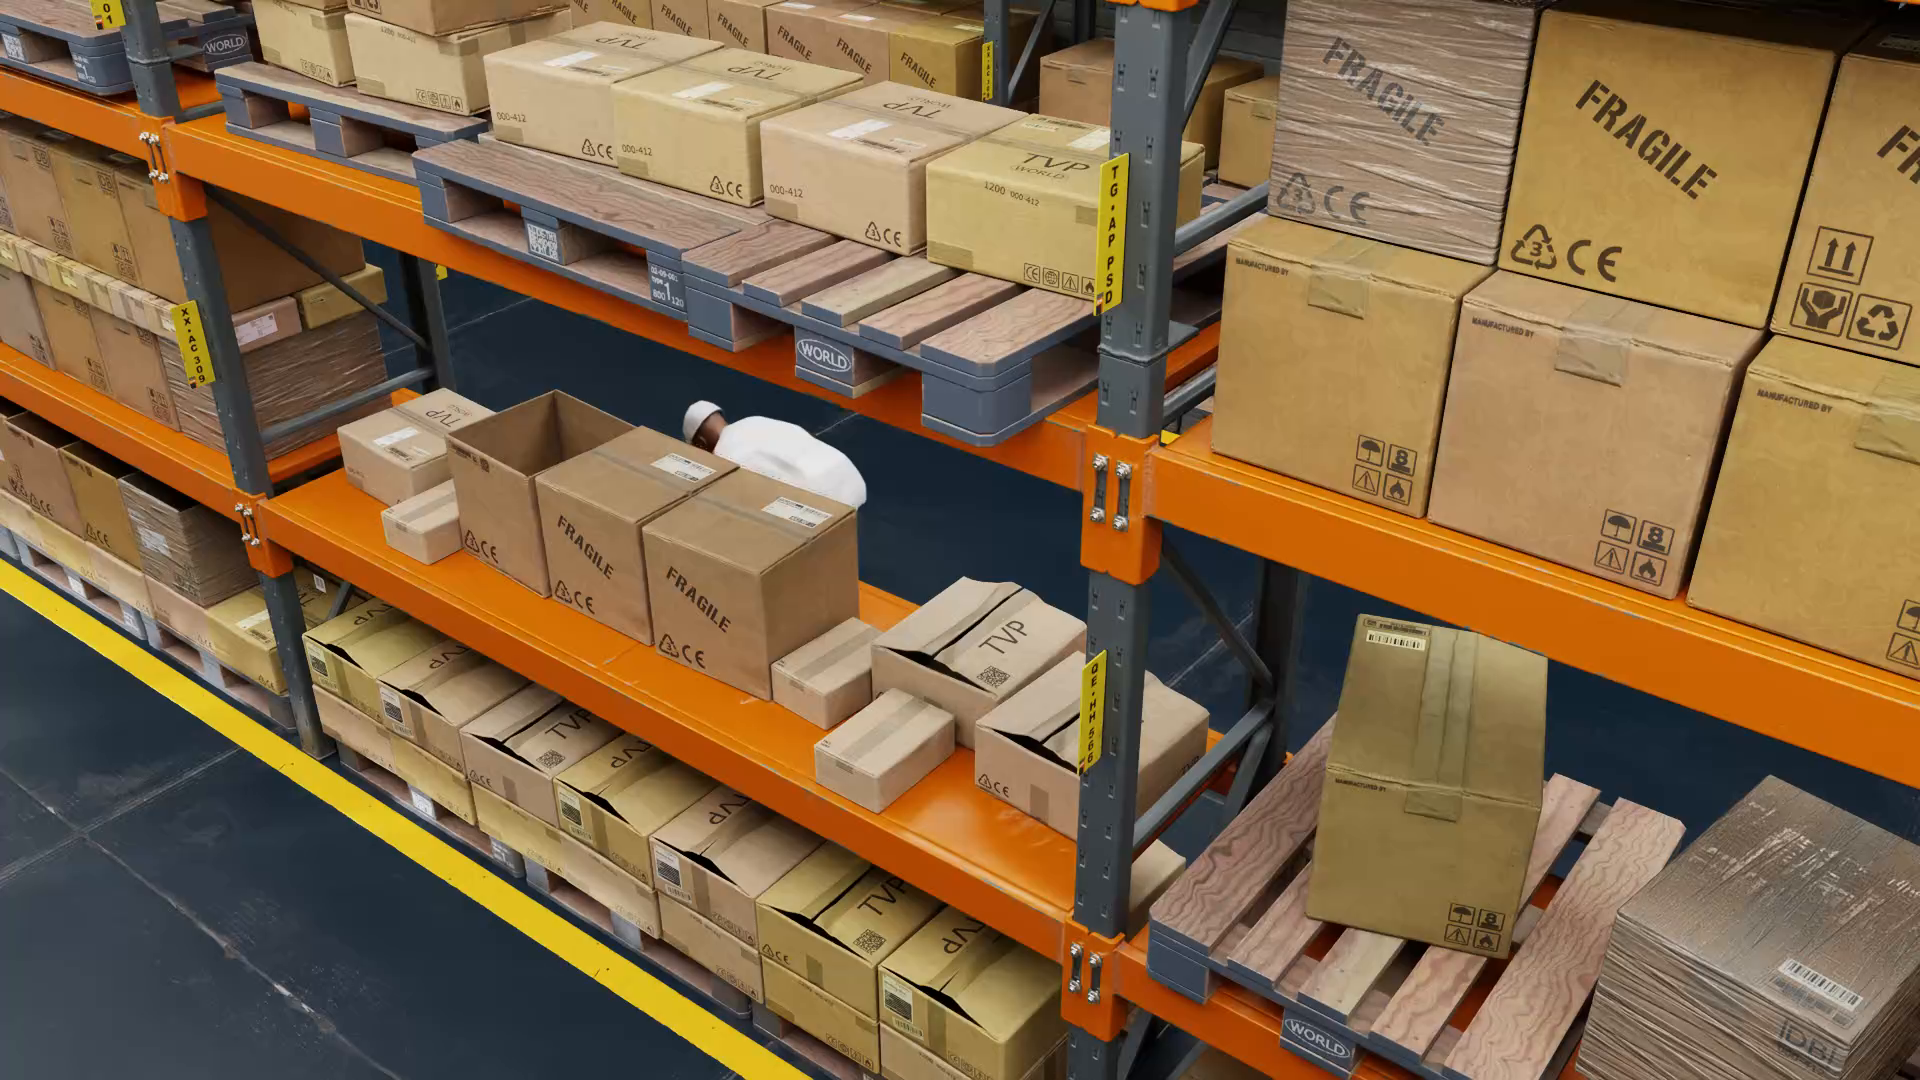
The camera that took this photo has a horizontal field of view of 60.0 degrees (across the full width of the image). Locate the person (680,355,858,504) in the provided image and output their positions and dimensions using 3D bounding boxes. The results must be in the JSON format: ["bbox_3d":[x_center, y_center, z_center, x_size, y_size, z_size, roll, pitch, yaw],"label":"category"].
[{"bbox_3d":[-0.912,-0.187,7.835,0.912,1.342,0.491,20,36,30],"label":"person"}]
